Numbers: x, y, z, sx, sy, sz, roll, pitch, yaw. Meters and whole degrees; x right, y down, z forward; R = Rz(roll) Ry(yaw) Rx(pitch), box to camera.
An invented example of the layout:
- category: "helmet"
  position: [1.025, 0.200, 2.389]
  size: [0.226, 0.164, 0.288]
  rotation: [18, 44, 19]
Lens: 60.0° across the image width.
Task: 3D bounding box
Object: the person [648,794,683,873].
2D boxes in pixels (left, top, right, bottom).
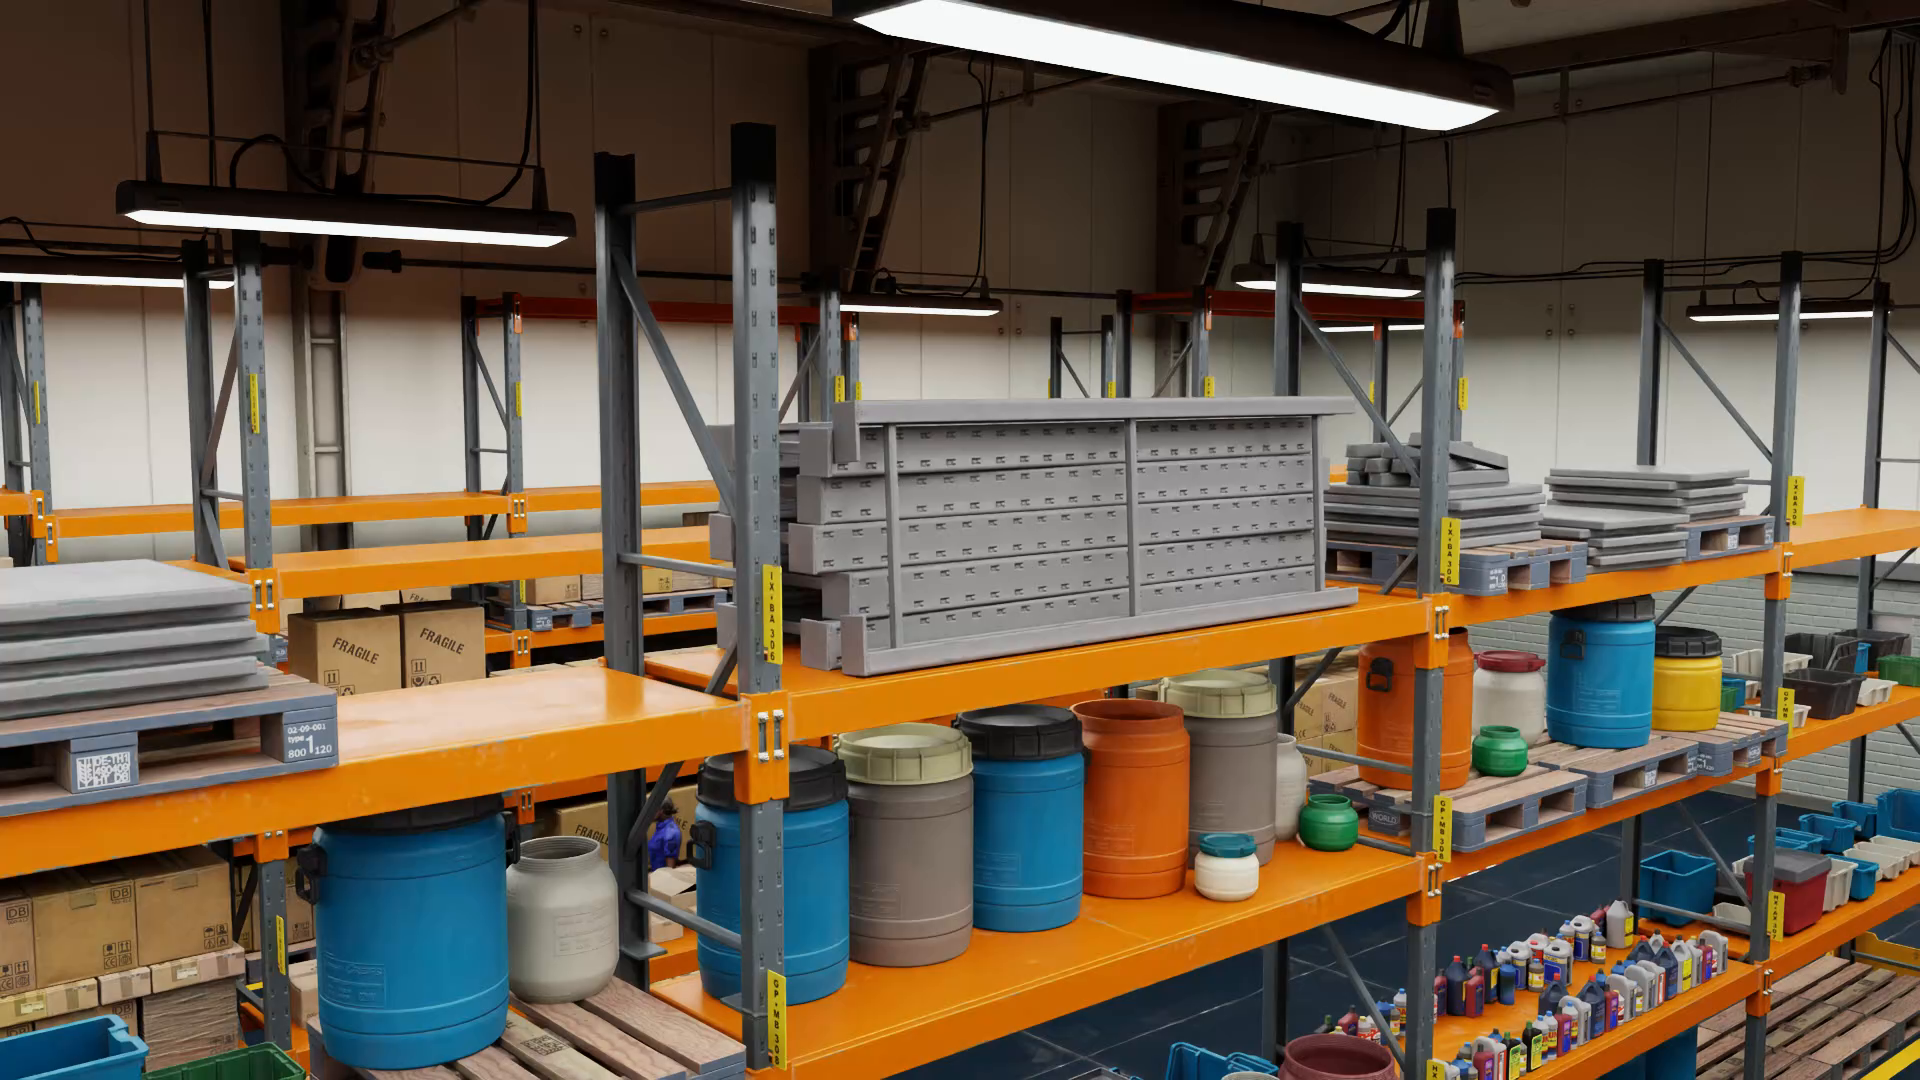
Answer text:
- category: "person"
  position: [-2.549, 3.001, 14.423]
  size: [0.882, 1.600, 0.452]
  rotation: [-3, 6, -29]
